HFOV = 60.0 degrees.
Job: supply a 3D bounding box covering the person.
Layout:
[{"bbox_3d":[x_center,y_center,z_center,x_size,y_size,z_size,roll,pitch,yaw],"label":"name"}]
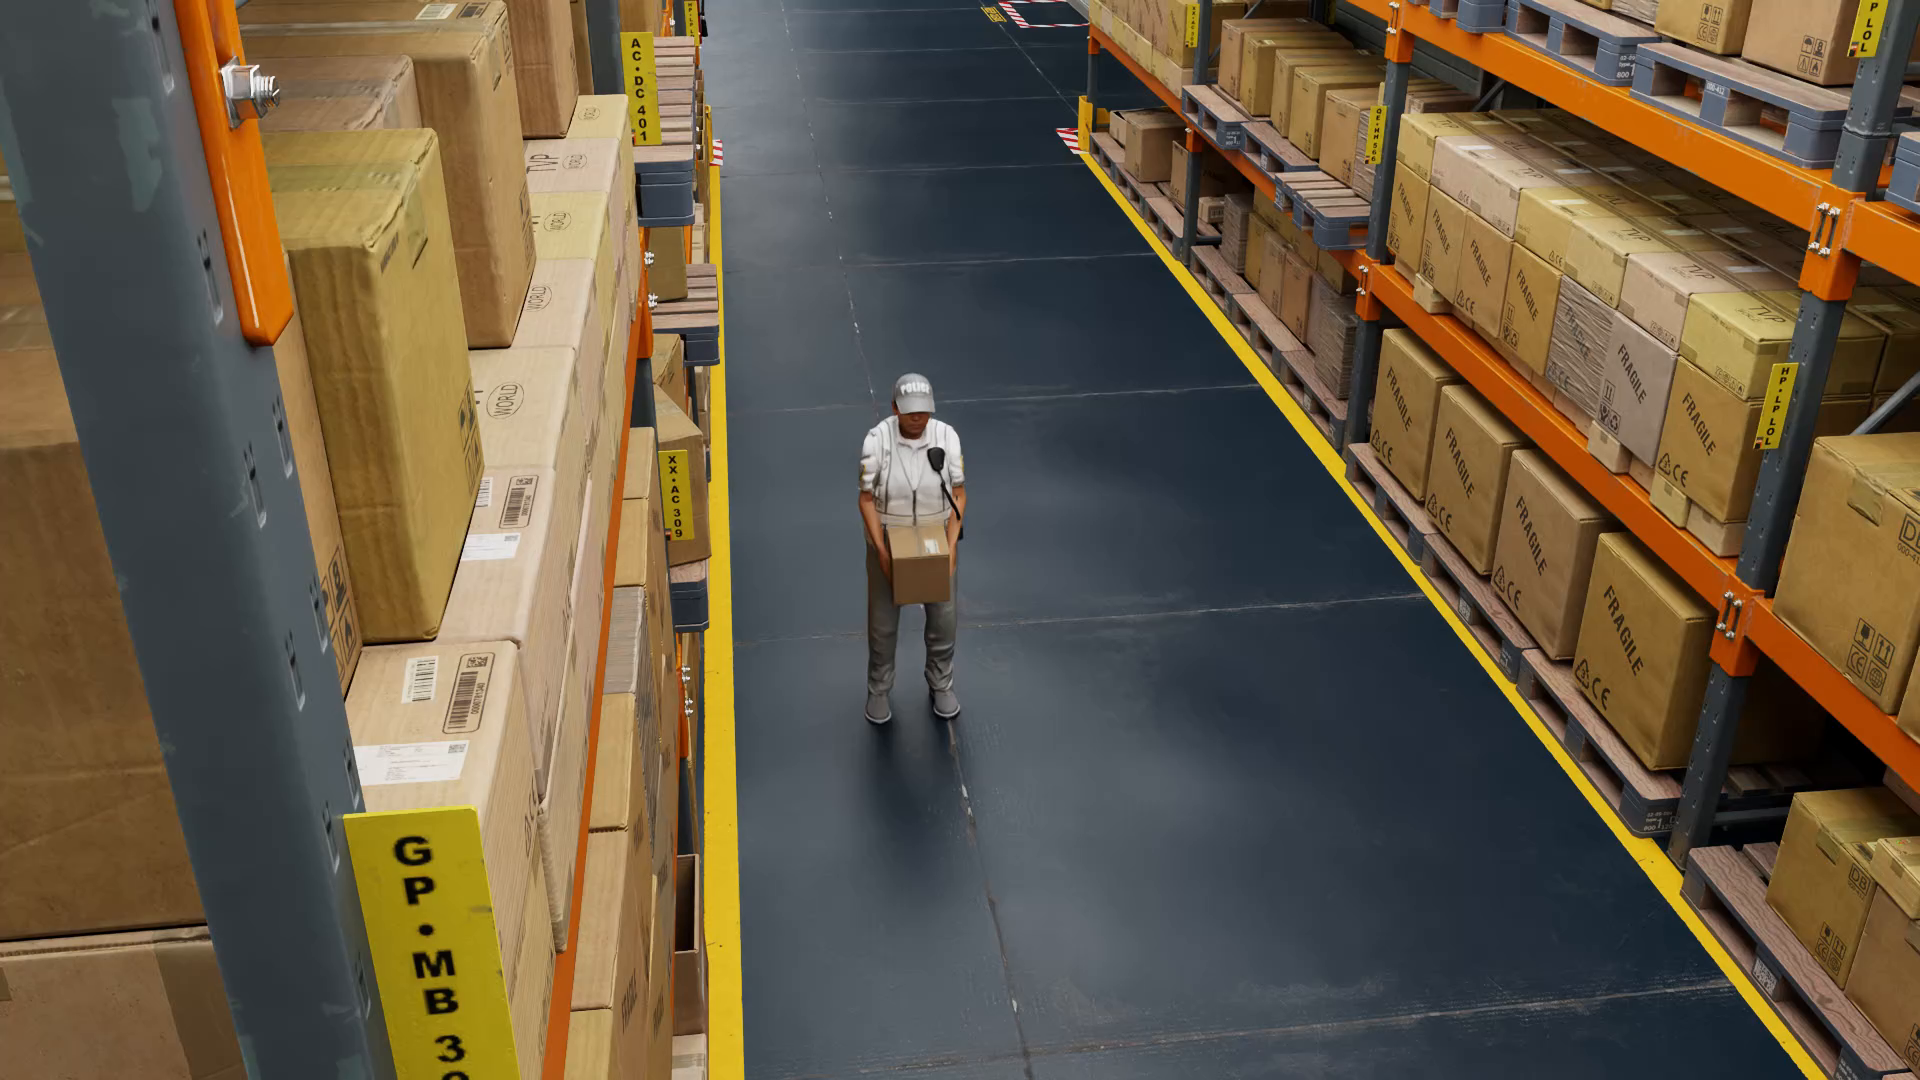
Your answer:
[{"bbox_3d":[-0.209,0.046,7.517,0.493,1.671,0.491,-3,28,-7],"label":"person"}]
